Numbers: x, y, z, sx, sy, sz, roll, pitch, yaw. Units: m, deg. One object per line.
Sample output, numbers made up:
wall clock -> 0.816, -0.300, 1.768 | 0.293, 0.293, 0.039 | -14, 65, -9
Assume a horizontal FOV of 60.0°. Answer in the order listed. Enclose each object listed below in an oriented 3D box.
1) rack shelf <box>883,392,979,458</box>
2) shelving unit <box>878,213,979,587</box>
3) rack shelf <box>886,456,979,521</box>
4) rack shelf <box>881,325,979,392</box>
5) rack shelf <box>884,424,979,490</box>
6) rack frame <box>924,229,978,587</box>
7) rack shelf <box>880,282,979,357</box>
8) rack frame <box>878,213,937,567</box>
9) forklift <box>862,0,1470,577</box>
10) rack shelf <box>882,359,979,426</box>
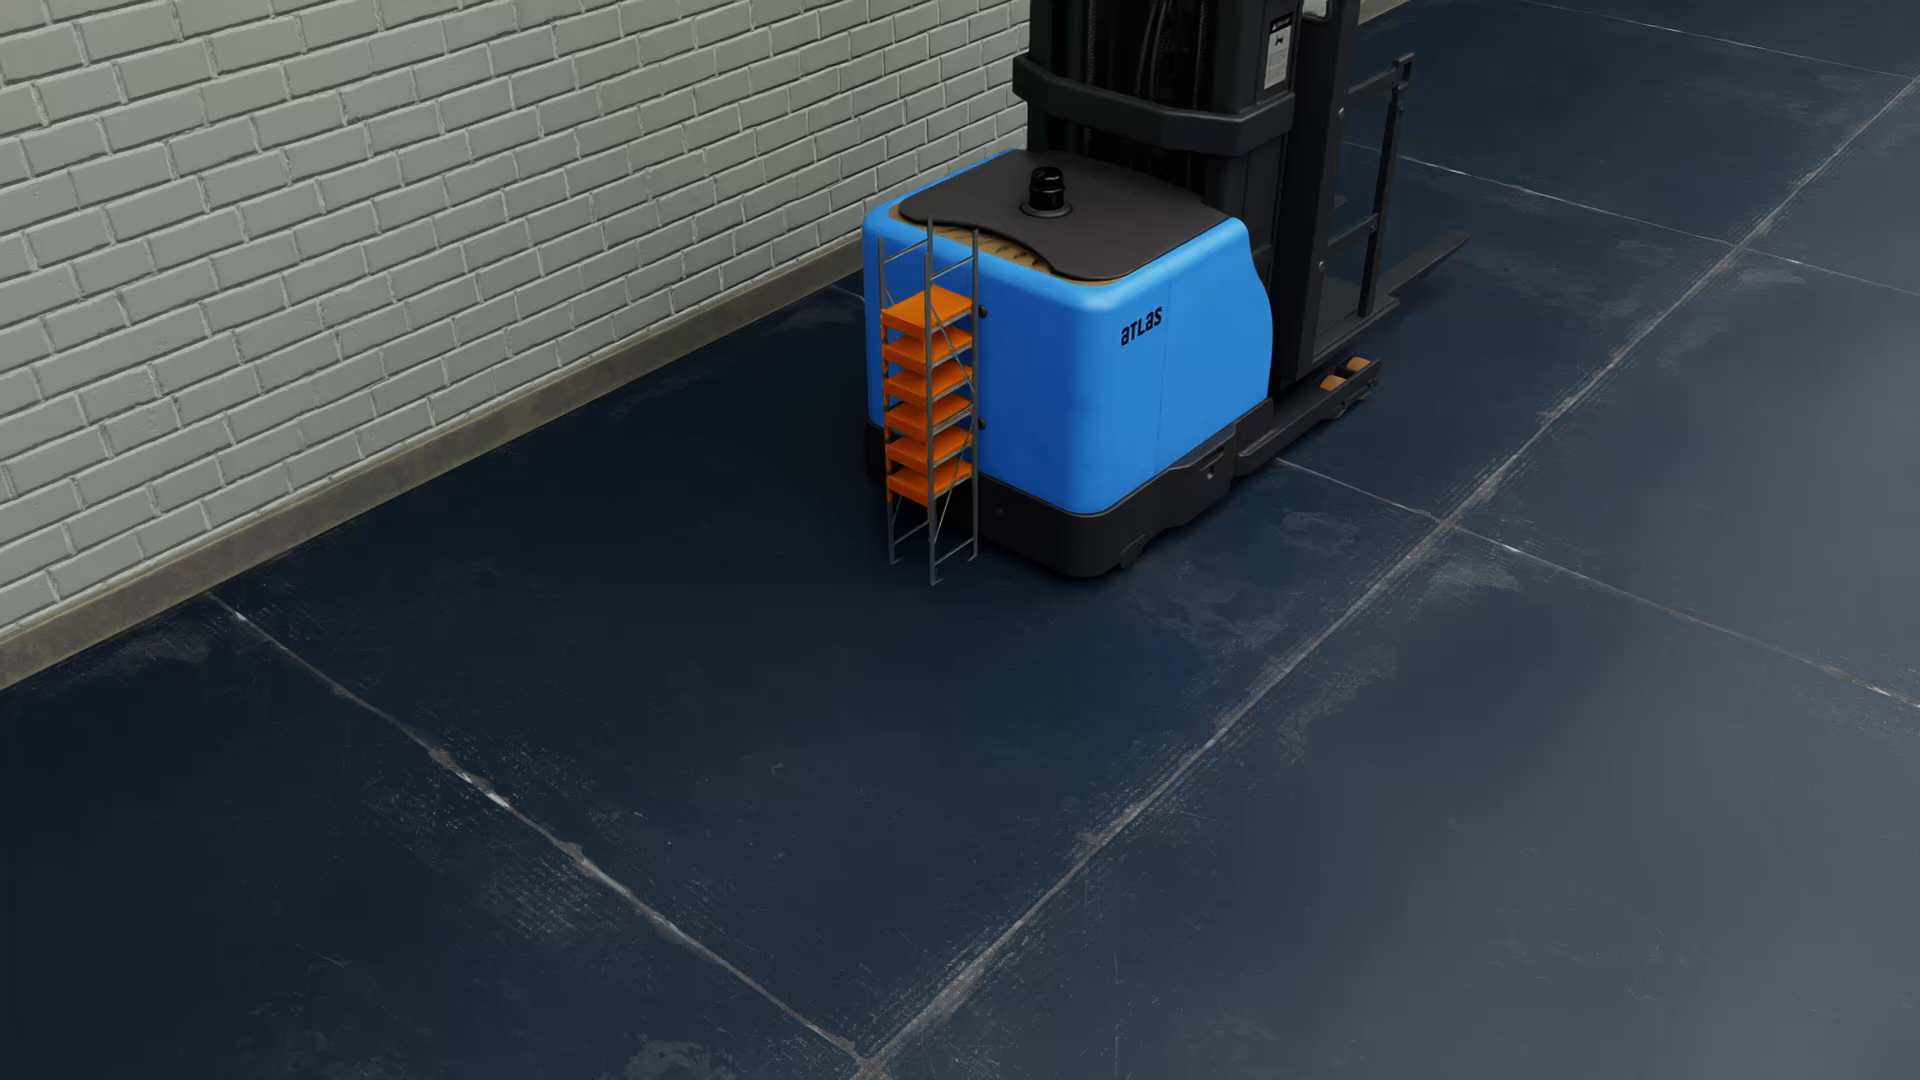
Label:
rack shelf -> -0.092, -0.385, 5.328 | 0.180, 0.103, 0.258 | 26, 43, 32
shelving unit -> -0.092, -0.422, 5.303 | 0.189, 1.200, 0.258 | 26, 43, 32
rack shelf -> -0.090, -0.188, 5.465 | 0.180, 0.103, 0.258 | 26, 43, 32
rack shelf -> -0.093, -0.583, 5.191 | 0.180, 0.103, 0.258 | 26, 43, 32
rack shelf -> -0.091, -0.287, 5.397 | 0.180, 0.103, 0.258 | 26, 43, 32
rack frame -> -0.022, -0.388, 5.254 | 0.006, 1.200, 0.240 | 26, 43, 32
rack shelf -> -0.093, -0.681, 5.123 | 0.180, 0.103, 0.258 | 26, 43, 32
rack frame -> -0.161, -0.456, 5.352 | 0.006, 1.200, 0.240 | 26, 43, 32
forklift -> 1.004, -1.844, 5.846 | 1.130, 2.935, 3.031 | 26, 42, 32
rack shelf -> -0.092, -0.484, 5.260 | 0.180, 0.103, 0.258 | 26, 43, 32
